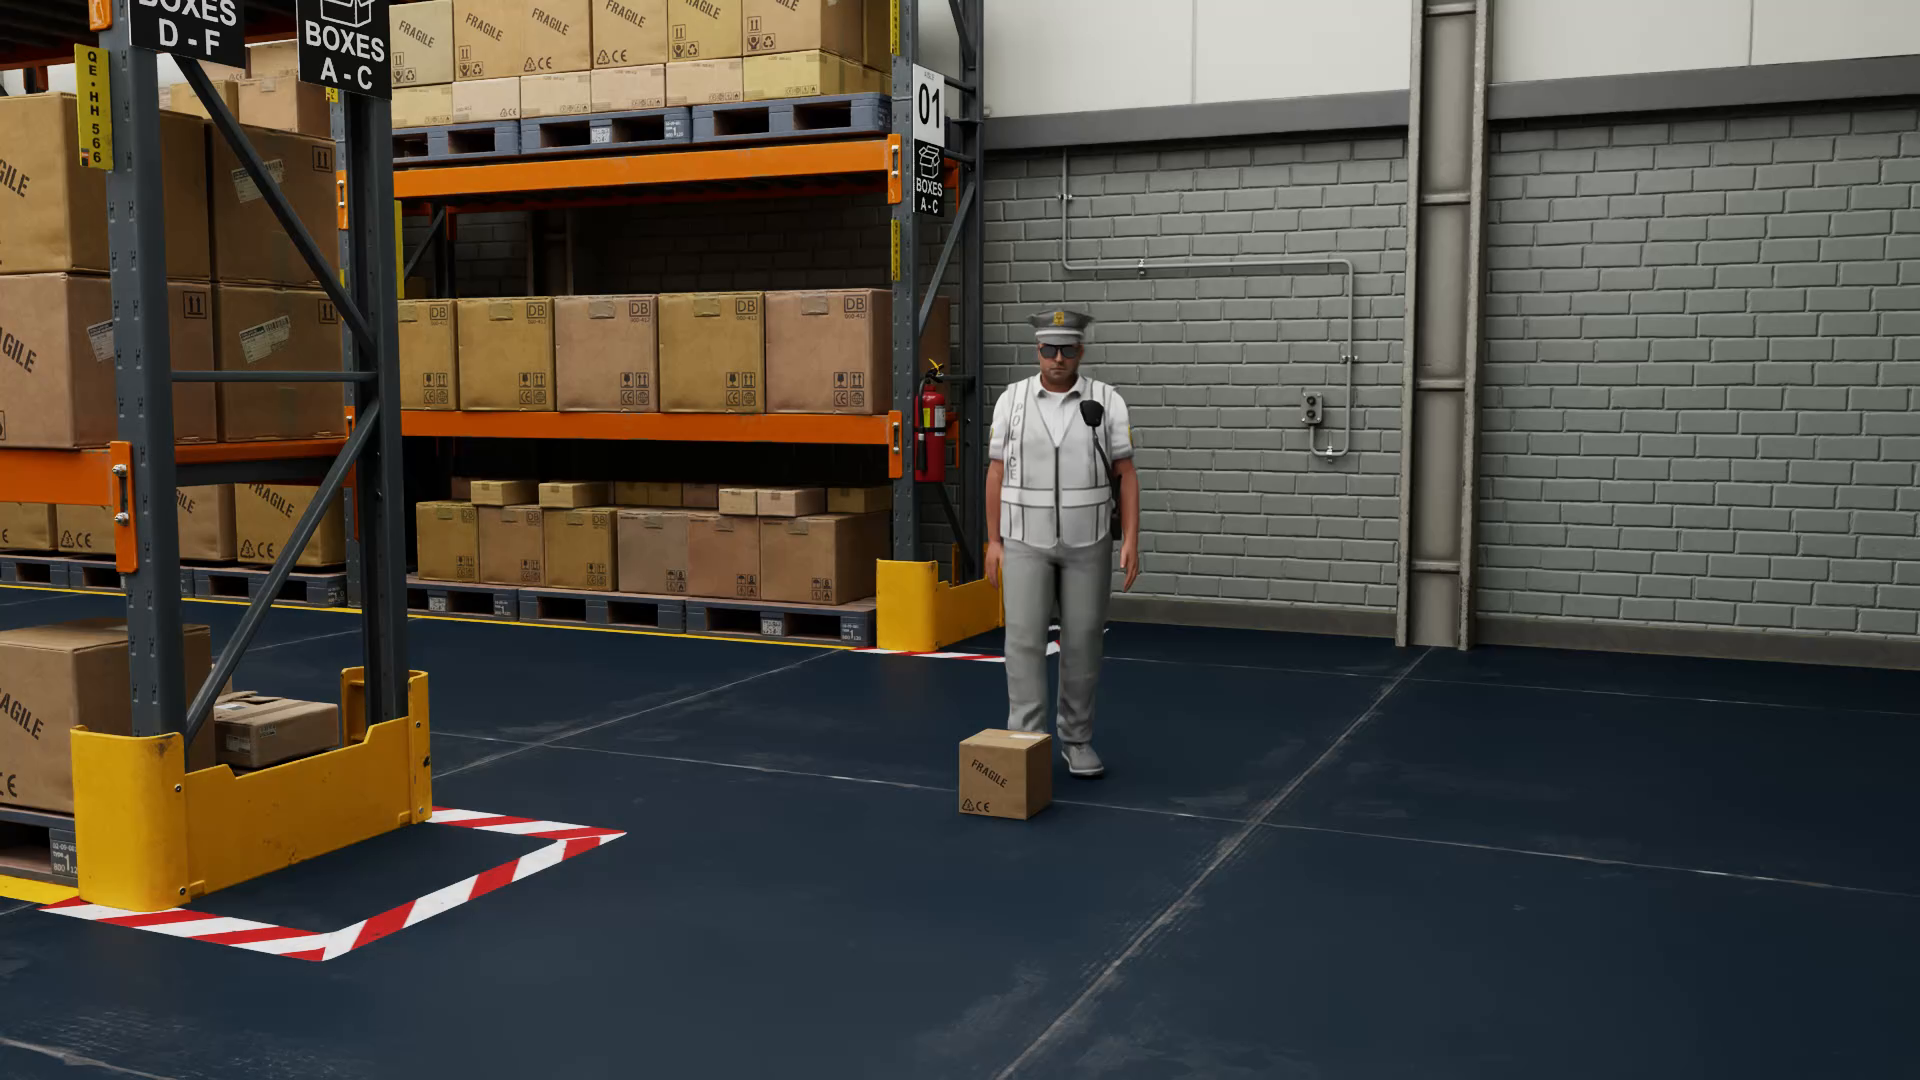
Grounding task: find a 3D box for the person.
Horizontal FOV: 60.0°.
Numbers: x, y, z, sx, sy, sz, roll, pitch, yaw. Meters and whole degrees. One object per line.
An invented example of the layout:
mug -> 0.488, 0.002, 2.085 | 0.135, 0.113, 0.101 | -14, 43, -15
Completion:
person -> 0.378, 0.027, 6.138 | 0.574, 1.746, 0.648 | 0, 6, 3
